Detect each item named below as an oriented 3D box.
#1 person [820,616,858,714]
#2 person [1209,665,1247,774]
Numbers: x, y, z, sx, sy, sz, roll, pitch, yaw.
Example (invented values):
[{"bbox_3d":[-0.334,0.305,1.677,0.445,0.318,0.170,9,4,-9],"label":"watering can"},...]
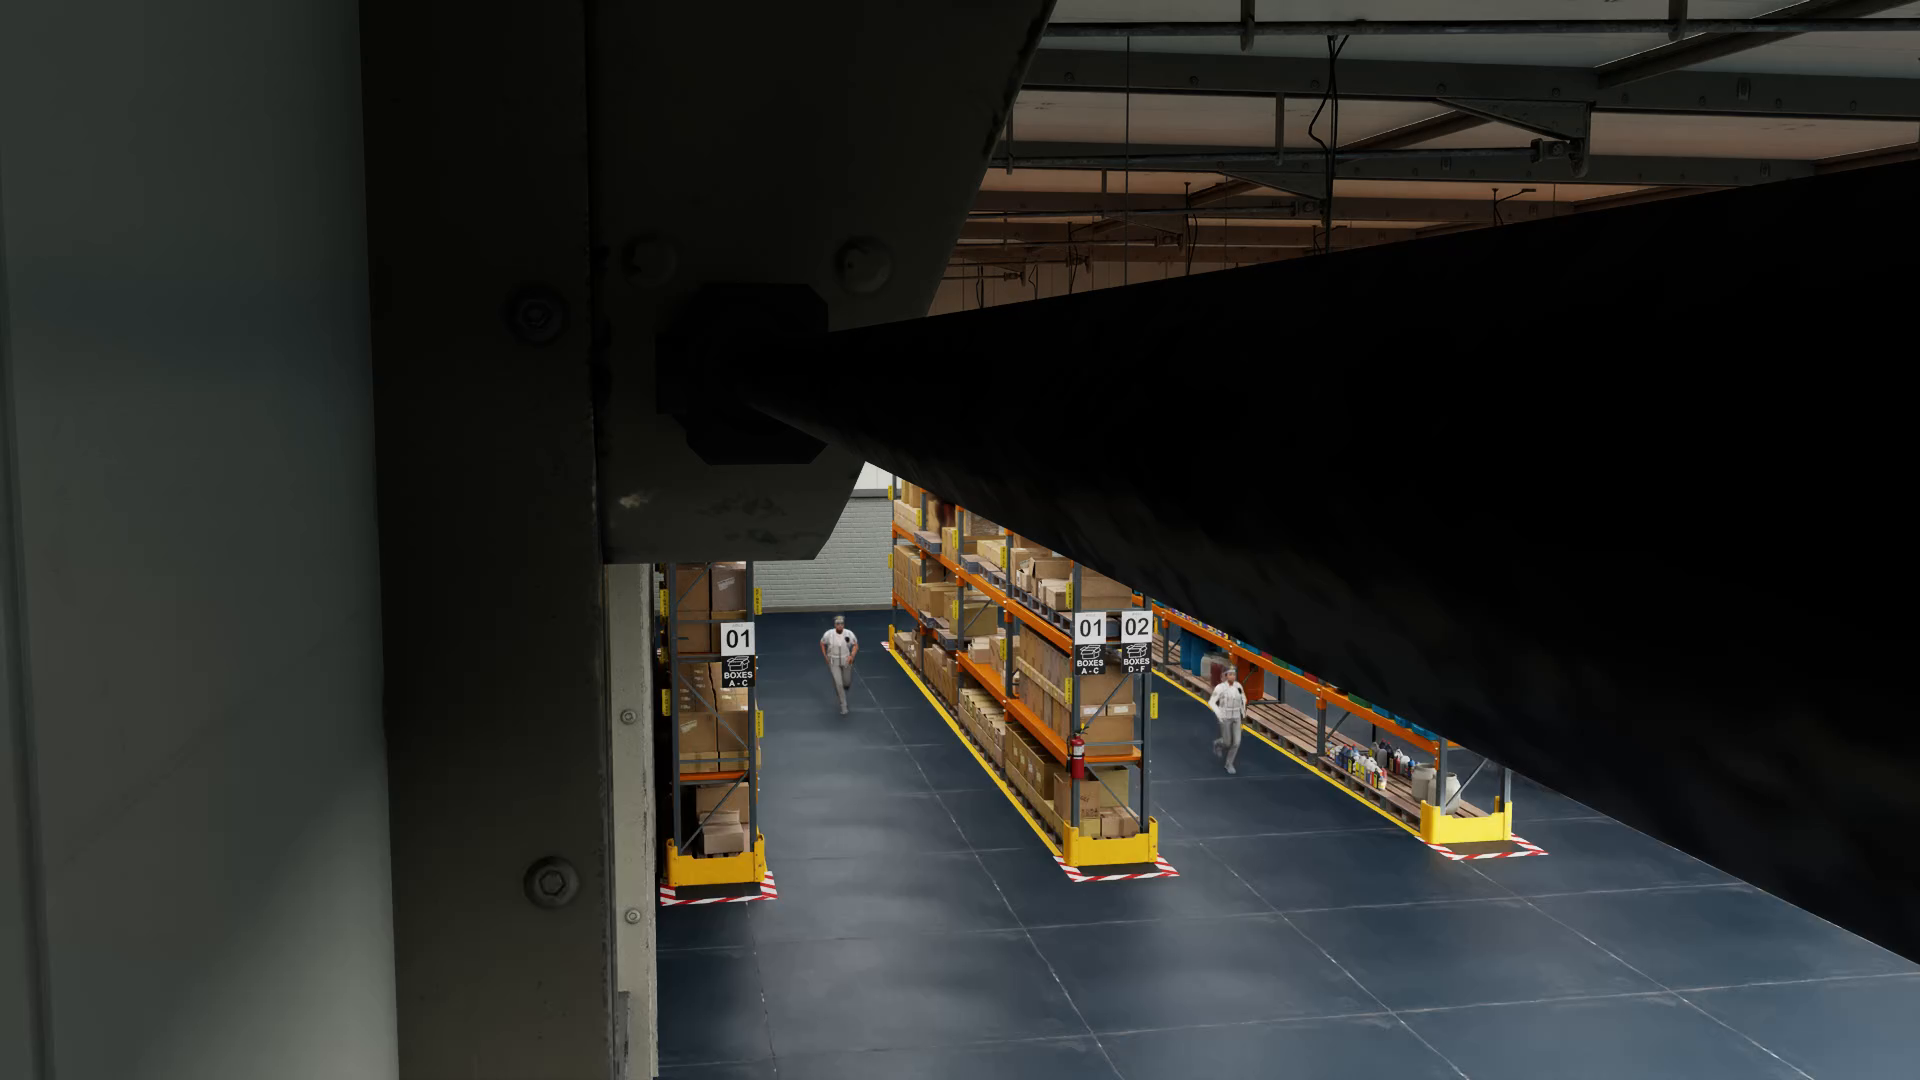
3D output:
[{"bbox_3d":[-2.183,2.223,30.132,0.688,1.766,0.831,-1,6,-10],"label":"person"},{"bbox_3d":[4.157,2.745,25.753,0.625,1.670,0.588,-2,6,-14],"label":"person"}]
